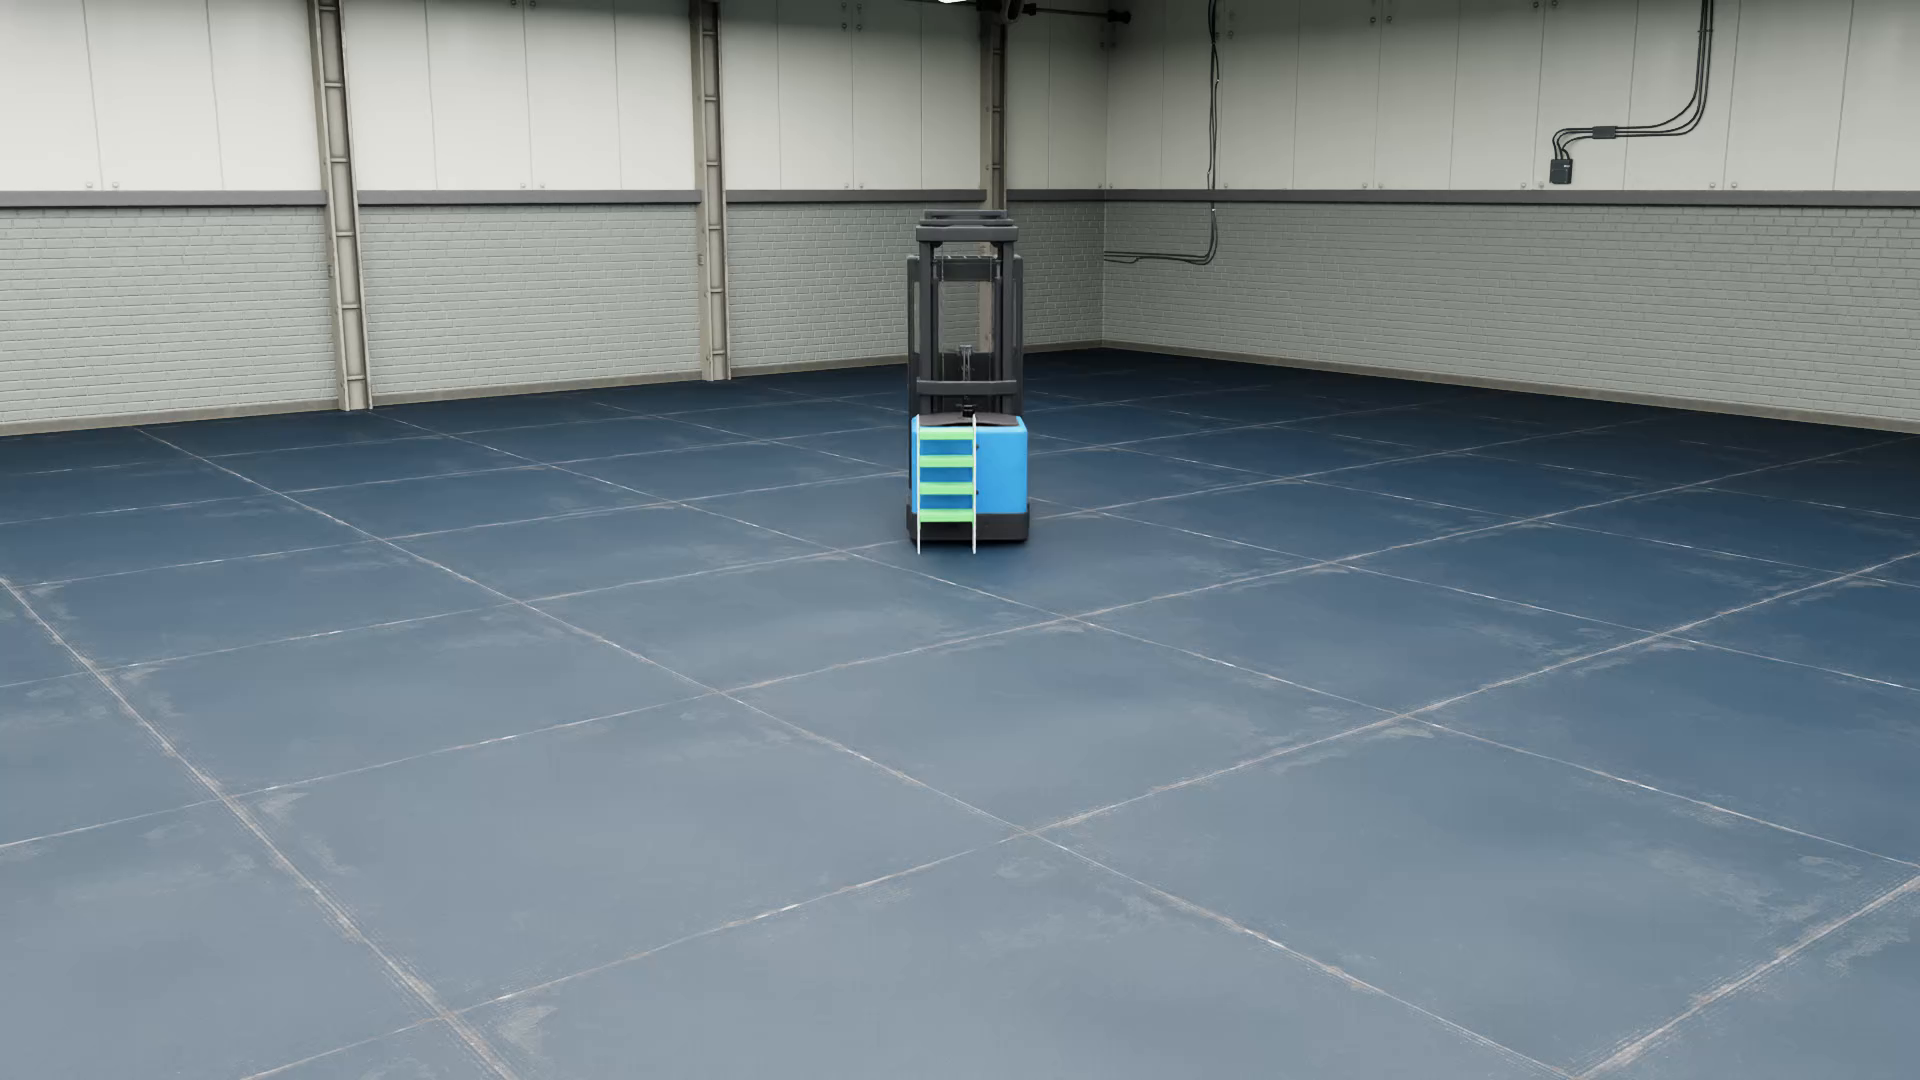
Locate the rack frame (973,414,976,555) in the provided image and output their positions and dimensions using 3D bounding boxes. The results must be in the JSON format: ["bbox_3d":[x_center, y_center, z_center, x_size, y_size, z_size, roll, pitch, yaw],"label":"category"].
[{"bbox_3d":[0.125,-0.484,14.519,0.015,1.200,0.240,0,12,-2],"label":"rack frame"}]

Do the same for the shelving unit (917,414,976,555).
[{"bbox_3d":[-0.119,-0.482,14.511,0.503,1.200,0.258,0,12,-2],"label":"shelving unit"}]

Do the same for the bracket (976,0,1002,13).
[{"bbox_3d":[0.512,-9.513,29.597,0.430,0.232,0.235,-9,15,-38],"label":"bracket"}]

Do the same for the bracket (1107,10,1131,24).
[{"bbox_3d":[3.011,-9.928,31.553,0.430,0.232,0.235,-9,15,-38],"label":"bracket"}]

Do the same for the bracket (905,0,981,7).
[{"bbox_3d":[-1.500,-9.178,28.023,4.783,0.066,0.076,-9,15,-38],"label":"bracket"}]

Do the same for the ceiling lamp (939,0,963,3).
[{"bbox_3d":[0.564,-9.447,23.900,0.800,3.185,2.000,-9,15,-38],"label":"ceiling lamp"}]

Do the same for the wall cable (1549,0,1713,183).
[{"bbox_3d":[9.659,-8.153,23.672,0.169,6.003,2.305,-9,15,-38],"label":"wall cable"}]

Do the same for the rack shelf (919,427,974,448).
[{"bbox_3d":[-0.119,-0.889,14.424,0.480,0.148,0.258,0,12,-2],"label":"rack shelf"}]

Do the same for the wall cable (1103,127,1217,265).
[{"bbox_3d":[3.741,-6.512,31.609,0.112,2.526,3.097,-9,15,-38],"label":"wall cable"}]

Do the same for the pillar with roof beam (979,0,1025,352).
[{"bbox_3d":[3.304,-7.165,27.208,0.548,9.000,9.100,-9,15,-38],"label":"pillar with roof beam"}]

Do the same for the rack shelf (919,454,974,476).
[{"bbox_3d":[-0.119,-0.654,14.474,0.480,0.148,0.258,0,12,-2],"label":"rack shelf"}]

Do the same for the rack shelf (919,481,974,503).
[{"bbox_3d":[-0.119,-0.420,14.524,0.480,0.148,0.258,0,12,-2],"label":"rack shelf"}]

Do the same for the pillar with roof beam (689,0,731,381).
[{"bbox_3d":[-1.381,-6.387,23.541,0.548,9.000,9.100,-9,15,-38],"label":"pillar with roof beam"}]

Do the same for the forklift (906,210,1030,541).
[{"bbox_3d":[0.040,-1.676,15.964,1.130,2.935,3.031,0,12,-2],"label":"forklift"}]

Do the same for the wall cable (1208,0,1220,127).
[{"bbox_3d":[5.431,-8.544,29.018,0.112,2.526,3.097,-9,15,-38],"label":"wall cable"}]

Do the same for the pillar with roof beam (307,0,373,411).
[{"bbox_3d":[-6.066,-5.608,19.875,0.400,9.000,9.100,-9,15,-38],"label":"pillar with roof beam"}]

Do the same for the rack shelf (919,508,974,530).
[{"bbox_3d":[-0.119,-0.185,14.574,0.480,0.148,0.258,0,12,-2],"label":"rack shelf"}]

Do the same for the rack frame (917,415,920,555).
[{"bbox_3d":[-0.363,-0.481,14.503,0.015,1.200,0.240,0,12,-2],"label":"rack frame"}]

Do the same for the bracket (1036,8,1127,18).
[{"bbox_3d":[2.550,-9.851,31.192,3.189,0.066,0.076,-9,15,-38],"label":"bracket"}]

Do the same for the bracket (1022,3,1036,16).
[{"bbox_3d":[1.161,-9.620,30.104,0.430,0.232,0.235,-9,15,-38],"label":"bracket"}]
